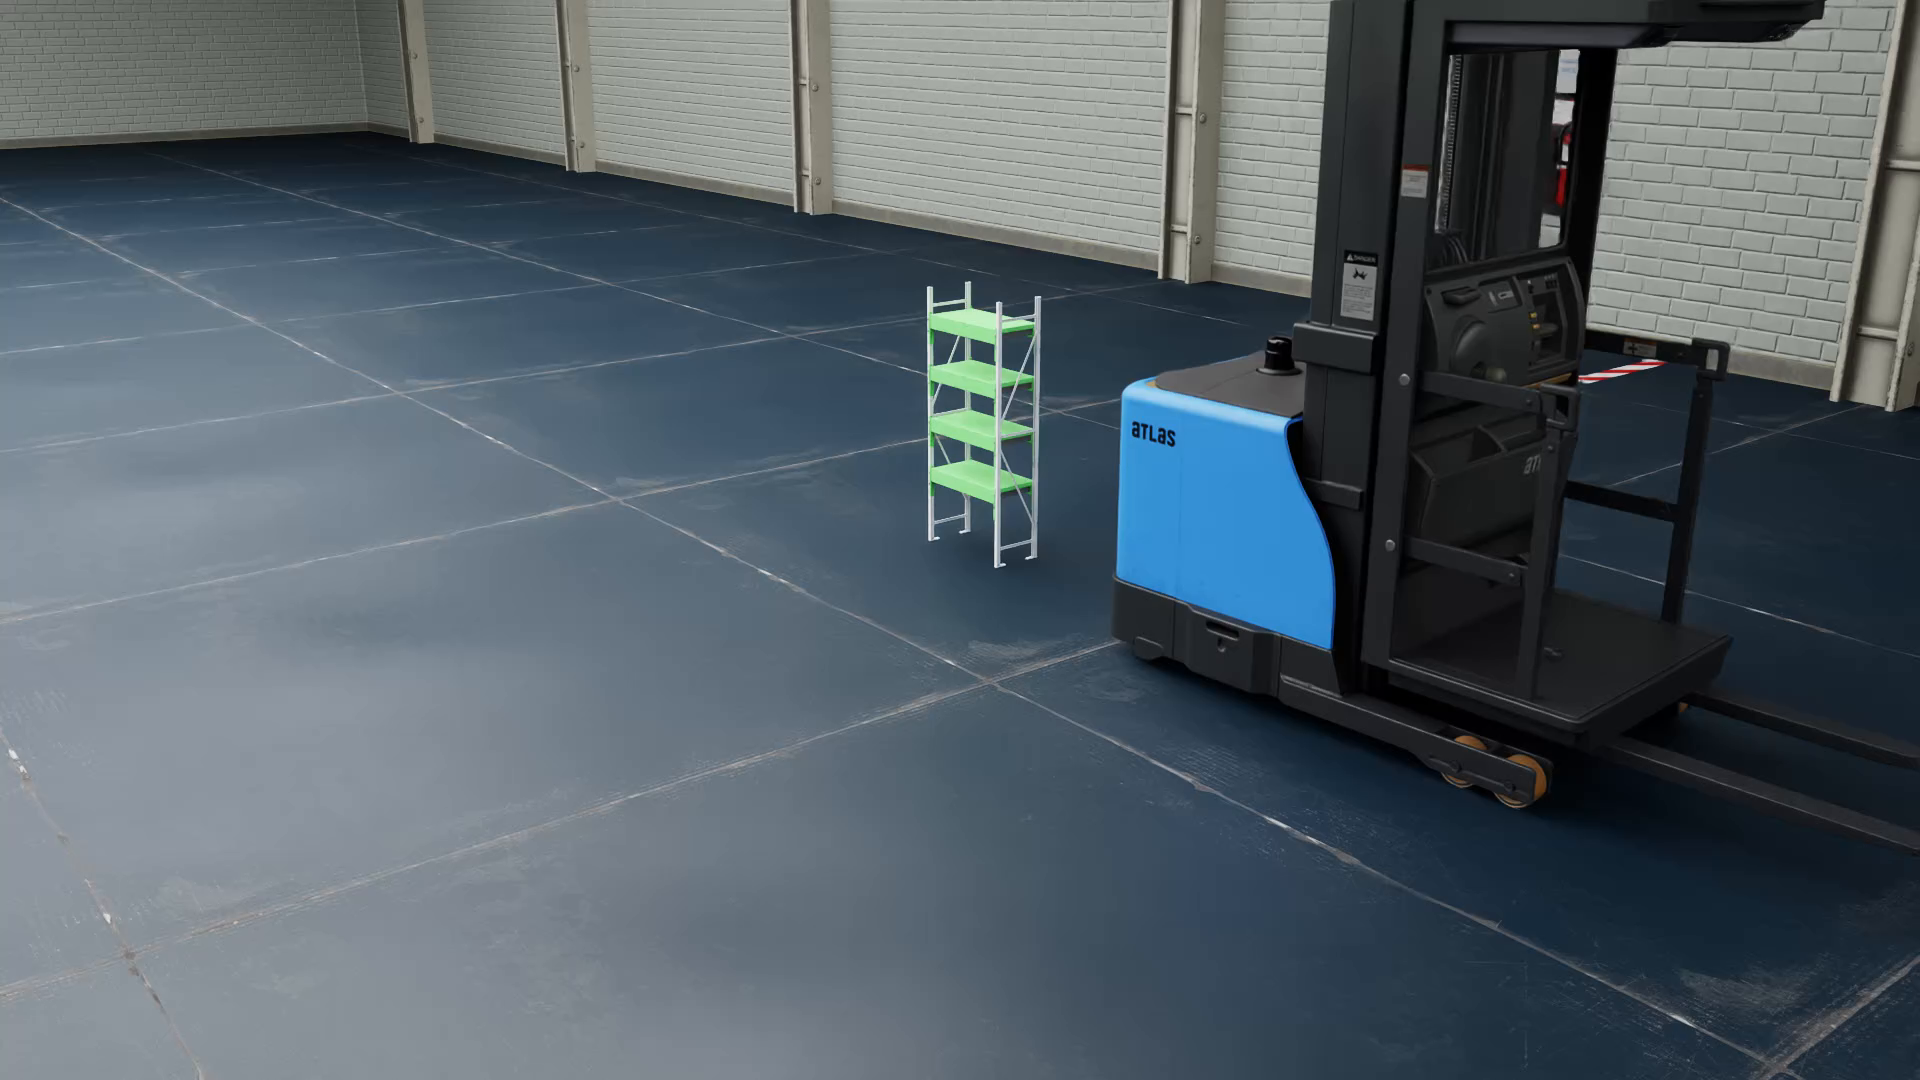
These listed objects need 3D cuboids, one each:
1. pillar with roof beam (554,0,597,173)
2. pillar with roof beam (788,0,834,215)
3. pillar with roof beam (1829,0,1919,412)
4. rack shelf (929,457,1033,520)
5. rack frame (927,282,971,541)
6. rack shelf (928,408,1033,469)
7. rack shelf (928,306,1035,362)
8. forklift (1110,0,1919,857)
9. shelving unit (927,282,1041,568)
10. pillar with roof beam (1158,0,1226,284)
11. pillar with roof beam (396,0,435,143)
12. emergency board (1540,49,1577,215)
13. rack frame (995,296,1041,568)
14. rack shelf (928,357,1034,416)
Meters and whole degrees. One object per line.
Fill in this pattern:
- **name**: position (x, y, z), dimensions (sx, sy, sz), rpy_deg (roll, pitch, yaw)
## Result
- **pillar with roof beam**: position (-8.802, -8.734, 19.924), dimensions (9.100, 9.000, 0.400), rpy_deg (-14, 23, -36)
- **pillar with roof beam**: position (-5.076, -7.256, 15.459), dimensions (9.100, 9.000, 0.400), rpy_deg (-14, 23, -36)
- **pillar with roof beam**: position (2.374, -4.299, 6.529), dimensions (9.100, 9.000, 0.400), rpy_deg (-14, 23, -36)
- **rack shelf**: position (0.103, -0.240, 7.646), dimensions (0.258, 0.148, 0.480), rpy_deg (-14, 23, -36)
- **rack frame**: position (-0.049, -0.589, 7.732), dimensions (0.240, 1.200, 0.015), rpy_deg (-14, 23, -36)
- **rack shelf**: position (0.103, -0.468, 7.571), dimensions (0.258, 0.148, 0.480), rpy_deg (-14, 23, -36)
- **rack shelf**: position (0.103, -0.924, 7.420), dimensions (0.258, 0.148, 0.480), rpy_deg (-14, 23, -36)
- **forklift**: position (1.957, -0.720, 5.374), dimensions (1.130, 2.935, 3.031), rpy_deg (-16, 24, -40)
- **shelving unit**: position (0.103, -0.529, 7.551), dimensions (0.258, 1.200, 0.503), rpy_deg (-14, 23, -36)
- **pillar with roof beam**: position (-1.351, -5.777, 10.994), dimensions (9.100, 9.000, 0.400), rpy_deg (-14, 23, -36)
- **pillar with roof beam**: position (-12.527, -10.213, 24.389), dimensions (9.100, 9.000, 0.400), rpy_deg (-14, 23, -36)
- **emergency board**: position (4.245, -2.907, 11.871), dimensions (0.194, 1.169, 0.643), rpy_deg (-14, 23, -36)
- **rack frame**: position (0.254, -0.469, 7.369), dimensions (0.240, 1.200, 0.015), rpy_deg (-14, 23, -36)
- **rack shelf**: position (0.103, -0.696, 7.495), dimensions (0.258, 0.148, 0.480), rpy_deg (-14, 23, -36)
